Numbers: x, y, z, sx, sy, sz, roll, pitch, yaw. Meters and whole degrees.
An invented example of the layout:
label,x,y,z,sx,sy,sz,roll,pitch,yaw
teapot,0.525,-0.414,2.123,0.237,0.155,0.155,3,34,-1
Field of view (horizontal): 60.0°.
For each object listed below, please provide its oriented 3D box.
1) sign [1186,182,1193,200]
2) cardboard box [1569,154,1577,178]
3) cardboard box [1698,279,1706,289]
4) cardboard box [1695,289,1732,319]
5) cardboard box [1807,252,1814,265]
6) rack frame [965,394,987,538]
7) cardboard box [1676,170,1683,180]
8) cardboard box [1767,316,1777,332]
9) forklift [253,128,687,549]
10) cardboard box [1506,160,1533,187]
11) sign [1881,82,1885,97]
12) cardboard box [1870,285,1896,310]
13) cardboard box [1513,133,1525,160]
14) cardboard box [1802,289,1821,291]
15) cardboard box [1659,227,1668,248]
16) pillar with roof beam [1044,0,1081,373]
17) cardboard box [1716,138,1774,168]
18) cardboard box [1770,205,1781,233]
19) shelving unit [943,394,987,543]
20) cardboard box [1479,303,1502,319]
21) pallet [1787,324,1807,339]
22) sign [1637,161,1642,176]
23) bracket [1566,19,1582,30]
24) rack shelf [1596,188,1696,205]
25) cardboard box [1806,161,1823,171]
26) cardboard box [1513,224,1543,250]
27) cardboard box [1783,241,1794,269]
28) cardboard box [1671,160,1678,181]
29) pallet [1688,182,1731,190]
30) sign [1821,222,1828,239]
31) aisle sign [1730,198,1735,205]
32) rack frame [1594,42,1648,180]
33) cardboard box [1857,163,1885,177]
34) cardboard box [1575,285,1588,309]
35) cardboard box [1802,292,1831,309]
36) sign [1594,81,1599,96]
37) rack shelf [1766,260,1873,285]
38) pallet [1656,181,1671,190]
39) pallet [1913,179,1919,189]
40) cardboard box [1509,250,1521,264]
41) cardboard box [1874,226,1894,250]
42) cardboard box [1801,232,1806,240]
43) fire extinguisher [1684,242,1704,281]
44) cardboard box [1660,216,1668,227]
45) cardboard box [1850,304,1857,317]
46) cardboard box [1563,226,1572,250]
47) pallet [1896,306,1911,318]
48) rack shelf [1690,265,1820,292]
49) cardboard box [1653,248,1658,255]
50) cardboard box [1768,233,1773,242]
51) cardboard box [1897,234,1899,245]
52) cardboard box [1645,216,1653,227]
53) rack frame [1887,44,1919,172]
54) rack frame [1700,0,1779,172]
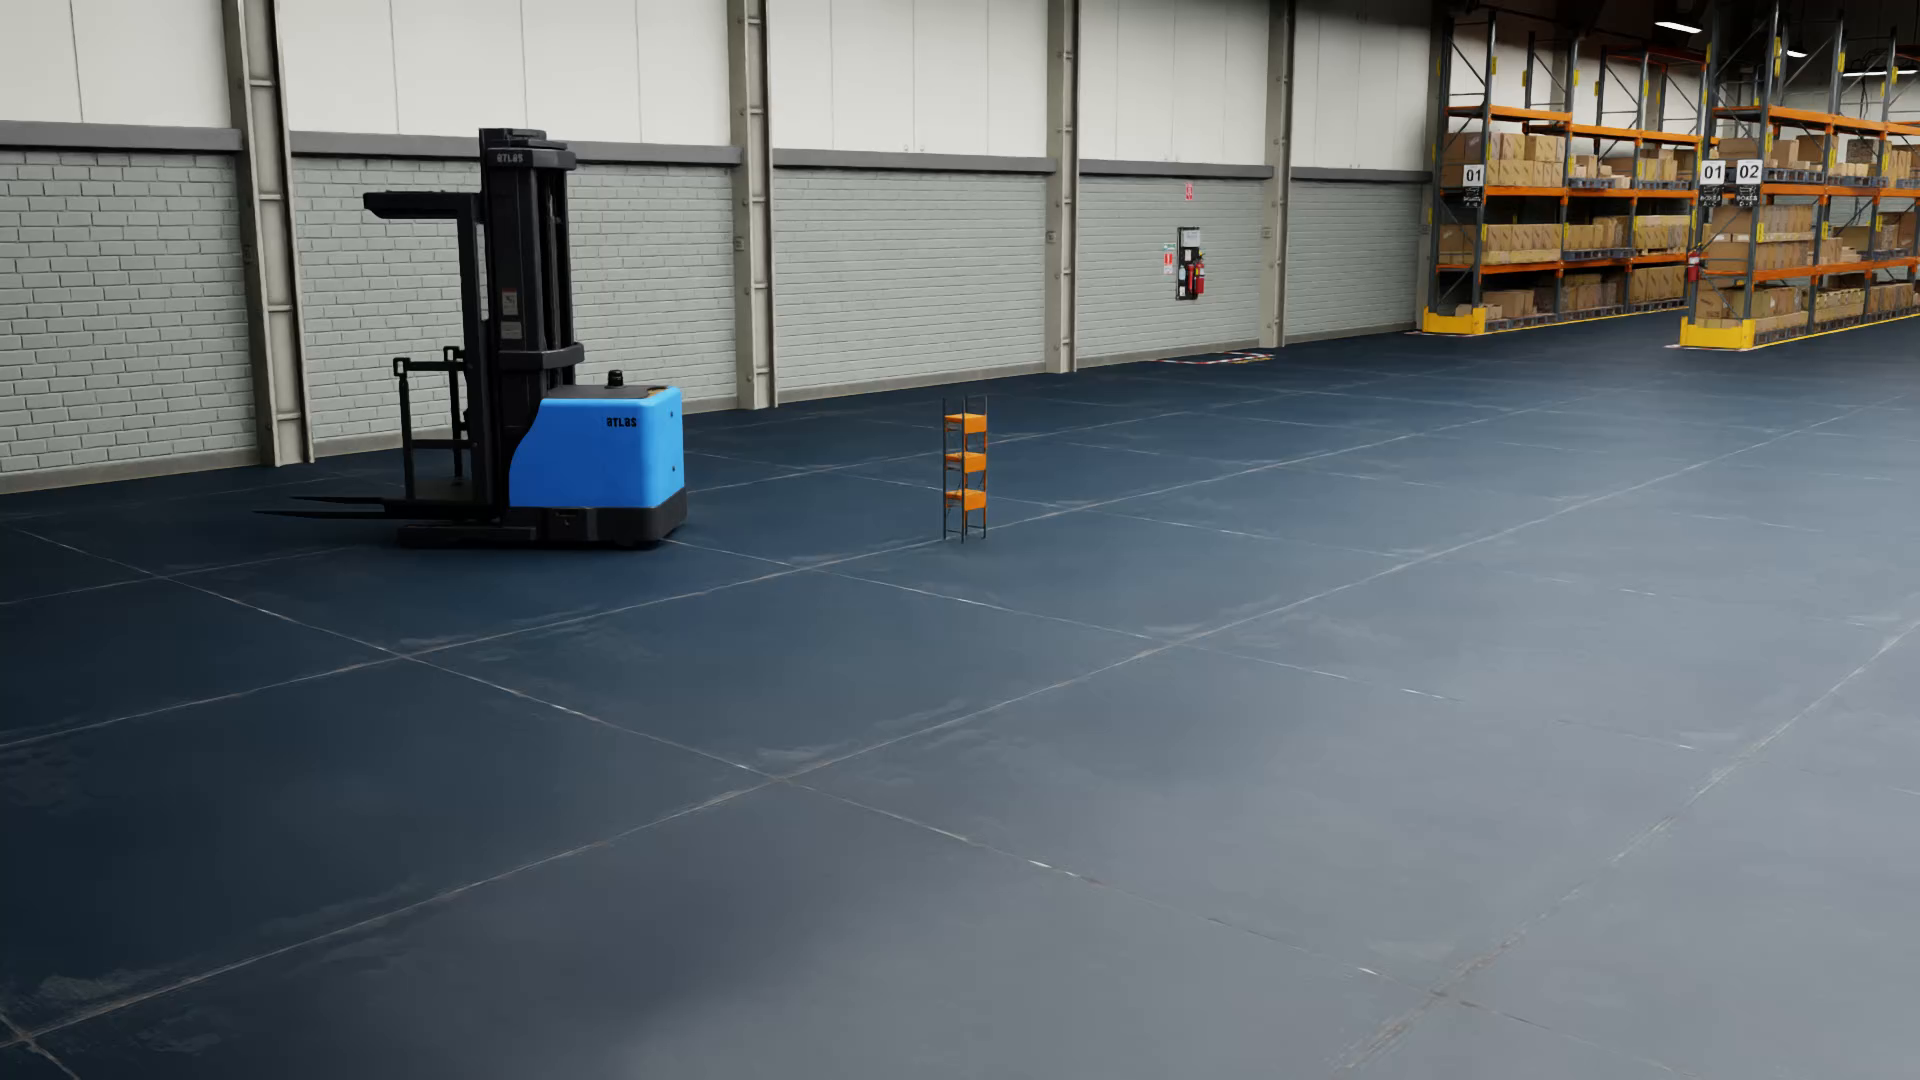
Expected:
label,x,y,z,sx,sy,sz,roll,pitch,yaw
sign,3.711,-5.645,26.899,0.001,0.298,0.199,10,15,40
cardboard box,12.661,-7.908,35.160,0.500,0.500,0.500,-9,15,-39
cardboard box,18.426,-6.439,42.103,0.700,0.500,0.500,10,15,40
cardboard box,13.454,-4.226,29.746,0.500,0.500,0.500,10,15,40
cardboard box,16.256,-5.477,32.356,0.500,0.250,0.500,11,16,44
rack frame,0.116,-0.541,12.238,0.200,1.050,0.008,10,15,40
cardboard box,17.797,-9.072,41.373,0.500,0.250,0.500,10,15,41
cardboard box,14.502,-3.939,30.222,0.500,0.250,0.500,10,15,40
forklift,-3.625,-1.476,12.118,3.031,2.935,1.130,1,11,3
cardboard box,11.067,-7.303,33.153,0.500,0.500,0.500,11,16,44
sign,20.849,-10.161,37.521,0.100,0.325,0.005,10,15,40
cardboard box,20.136,-5.309,36.392,0.500,0.500,0.500,9,14,38
cardboard box,10.736,-7.713,32.652,0.500,0.500,0.500,10,15,42
cardboard box,17.359,-5.001,34.108,0.500,0.311,0.500,9,15,39
cardboard box,16.413,-7.170,39.385,0.500,0.500,0.500,10,15,42
pillar with roof beam,4.725,-6.358,21.069,9.100,9.000,0.400,10,15,40
cardboard box,13.706,-6.764,29.066,0.637,0.503,0.797,-11,16,-44
cardboard box,14.351,-5.796,30.004,0.700,0.500,0.500,10,15,41
shelving unit,0.035,-0.523,12.148,0.215,1.050,0.252,10,15,40
cardboard box,10.501,-4.595,33.299,0.500,0.311,0.500,-11,15,-43
pallet,15.407,-3.993,31.665,1.003,0.211,1.213,10,15,40
sign,15.287,-8.355,37.403,0.100,0.325,0.005,10,15,40
bracket,13.366,-11.221,36.227,0.235,0.232,0.430,10,15,40
rack shelf,16.201,-8.113,39.350,1.077,0.370,4.000,10,15,40
cardboard box,16.378,-7.165,32.078,0.500,0.250,0.500,-10,15,-42
cardboard box,11.495,-6.160,33.810,0.500,0.500,0.500,9,15,39
cardboard box,14.998,-5.303,30.850,0.700,0.500,0.500,10,15,41
cardboard box,16.858,-8.910,40.123,0.700,0.500,0.500,9,14,37
pallet,18.875,-9.014,42.252,1.003,0.211,1.213,10,15,40
sign,16.382,-5.864,31.500,0.100,0.325,0.005,10,15,40
aisle sign,20.434,-9.124,43.598,0.394,0.787,0.004,10,15,40
rack frame,14.881,-9.642,37.513,1.000,3.000,0.127,10,15,40
cardboard box,18.867,-7.649,34.936,0.910,0.500,0.500,10,15,40
cardboard box,13.384,-5.365,36.672,0.700,0.500,0.500,10,15,41
cardboard box,16.758,-4.706,32.632,0.500,0.311,0.500,10,15,40
sign,14.461,-10.249,37.763,0.100,0.325,0.005,10,15,40
rack shelf,17.284,-5.414,33.494,1.077,0.370,4.000,10,15,40
pallet,16.002,-8.345,39.160,1.003,0.211,1.213,11,16,43
pallet,20.761,-7.941,37.133,1.213,0.211,1.003,10,15,40
cardboard box,10.833,-5.643,33.137,0.500,0.250,0.500,9,15,39
cardboard box,19.682,-6.533,35.933,0.500,0.500,0.700,-9,14,-37
cardboard box,15.610,-5.697,31.163,0.380,0.149,0.250,9,15,39
fire extinguisher,12.896,-4.888,29.225,0.296,0.674,0.183,10,15,40
cardboard box,16.388,-7.536,39.301,0.500,0.250,0.500,9,15,39
cardboard box,18.103,-4.733,34.197,0.500,0.250,0.500,10,15,40
cardboard box,12.602,-6.447,35.454,0.700,0.500,0.500,10,15,41
pallet,20.736,-5.157,37.493,1.003,0.211,1.213,10,15,40
rack shelf,14.644,-4.825,30.547,1.077,0.370,4.000,10,15,40
cardboard box,16.276,-6.833,39.353,0.380,0.149,0.250,10,15,41
cardboard box,14.250,-5.393,29.644,0.380,0.149,0.250,9,15,39
cardboard box,21.382,-6.805,38.368,0.500,0.500,0.500,10,15,41
cardboard box,15.728,-7.386,38.550,0.500,0.250,0.500,9,15,40
rack frame,21.245,-9.591,37.256,1.000,3.000,0.127,10,15,40
rack frame,13.323,-7.826,28.416,1.000,3.000,0.127,10,15,40
